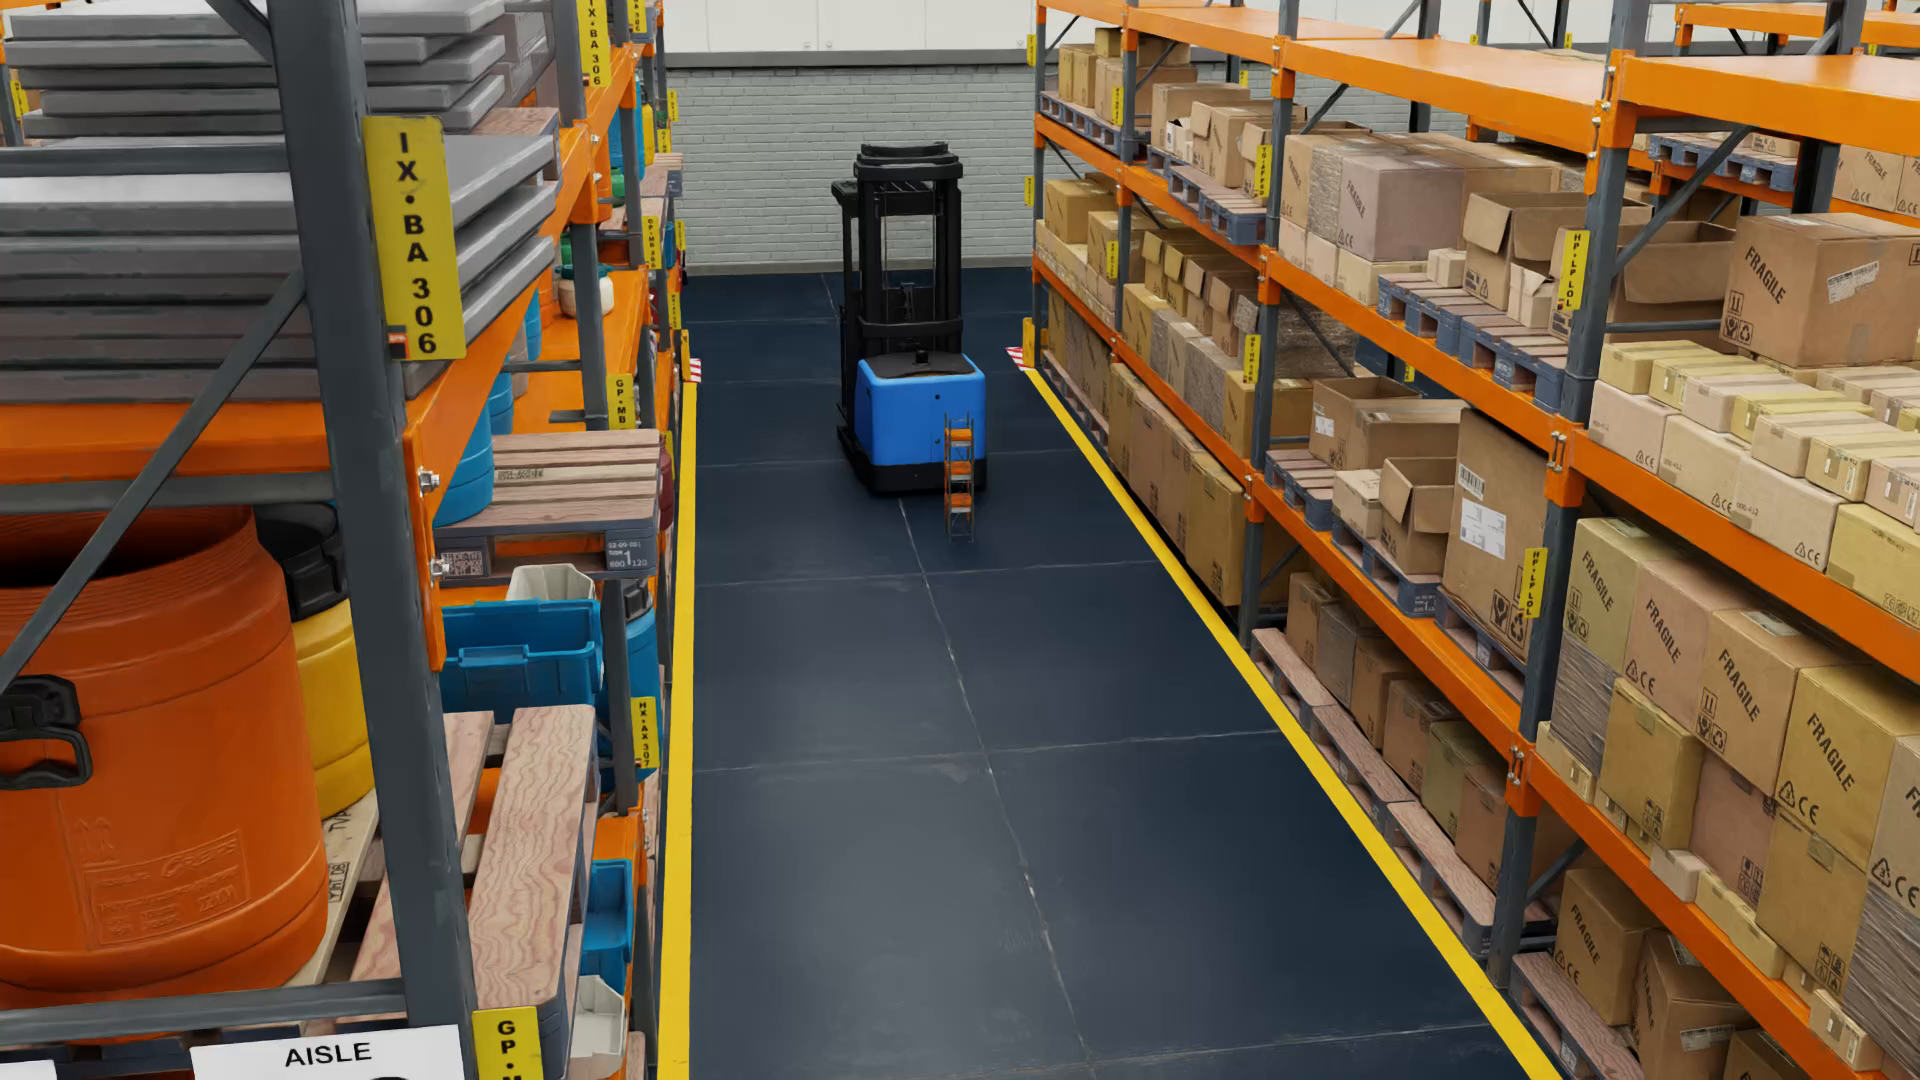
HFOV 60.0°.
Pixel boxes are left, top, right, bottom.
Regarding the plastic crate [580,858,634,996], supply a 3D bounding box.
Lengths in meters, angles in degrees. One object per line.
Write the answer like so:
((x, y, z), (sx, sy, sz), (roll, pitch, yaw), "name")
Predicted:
((-1.422, 1.392, 5.915), (0.499, 0.251, 0.616), (-3, 21, -8), "plastic crate")

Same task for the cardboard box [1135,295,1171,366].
((1.790, -1.768, 14.019), (0.500, 0.500, 0.500), (-3, 21, -8), "cardboard box")

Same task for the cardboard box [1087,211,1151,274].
((1.499, -2.807, 15.661), (0.500, 0.500, 0.500), (-3, 21, -7), "cardboard box")

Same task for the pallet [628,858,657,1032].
((-2.002, 1.989, 8.088), (1.003, 0.211, 1.213), (-3, 21, -8), "pallet")

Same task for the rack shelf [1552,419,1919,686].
((3.339, 0.327, 5.294), (1.077, 0.370, 4.000), (-3, 21, -8), "rack shelf")

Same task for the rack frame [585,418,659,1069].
((-1.851, 0.953, 6.878), (1.000, 3.000, 0.127), (-3, 21, -8), "rack frame")

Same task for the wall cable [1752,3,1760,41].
((10.773, -8.754, 24.293), (2.355, 3.000, 0.029), (-3, 21, -8), "wall cable")

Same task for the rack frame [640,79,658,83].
((-3.577, -6.012, 16.953), (0.949, 2.616, 0.053), (-3, 21, -8), "rack frame")

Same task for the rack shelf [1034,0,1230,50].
((1.609, -5.045, 15.963), (1.077, 0.370, 4.000), (-3, 21, -8), "rack shelf")

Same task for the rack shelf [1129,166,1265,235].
((2.186, -2.534, 12.676), (0.919, 0.124, 3.809), (-3, 21, -8), "rack shelf")

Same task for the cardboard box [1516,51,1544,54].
((6.084, -5.210, 18.021), (0.380, 0.149, 0.250), (-2, 21, -6), "cardboard box")

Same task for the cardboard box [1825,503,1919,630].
((3.088, 0.074, 5.157), (0.500, 0.250, 0.500), (-3, 21, -9), "cardboard box")

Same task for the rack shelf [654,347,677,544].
((-2.715, -0.788, 12.566), (1.077, 0.370, 4.000), (-3, 21, -8), "rack shelf")

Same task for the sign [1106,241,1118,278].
((1.349, -2.481, 14.721), (0.100, 0.325, 0.005), (-3, 21, -8), "sign")

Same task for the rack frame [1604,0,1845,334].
((3.054, -2.107, 6.497), (0.949, 2.616, 0.053), (-3, 21, -8), "rack frame")

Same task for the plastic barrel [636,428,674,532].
((-2.060, -0.350, 10.173), (0.600, 0.536, 0.708), (-3, 21, -8), "plastic barrel")

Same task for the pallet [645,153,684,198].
((-2.794, -2.867, 13.089), (1.213, 0.211, 1.003), (-3, 21, -8), "pallet")

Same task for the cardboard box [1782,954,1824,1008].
((3.094, 1.513, 5.736), (0.380, 0.149, 0.250), (-3, 21, -8), "cardboard box")

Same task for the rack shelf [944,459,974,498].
((-0.008, -0.500, 13.586), (0.215, 0.259, 0.240), (-3, 21, -8), "rack shelf")

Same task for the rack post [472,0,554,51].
((-2.231, -2.628, 7.606), (0.935, 0.934, 2.738), (-3, 21, -8), "rack post")

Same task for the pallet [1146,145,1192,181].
((2.078, -3.067, 13.628), (0.805, 0.209, 1.217), (-4, 21, -10), "pallet")

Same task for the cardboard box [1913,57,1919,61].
((11.281, -5.379, 19.014), (0.500, 0.250, 0.500), (-5, 21, -13), "cardboard box")

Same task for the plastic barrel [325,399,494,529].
((-1.813, -0.534, 5.255), (0.600, 0.901, 0.708), (-3, 21, -8), "plastic barrel")

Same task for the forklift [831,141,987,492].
((-0.583, -2.280, 15.632), (1.130, 2.935, 3.031), (-4, 21, -12), "forklift")

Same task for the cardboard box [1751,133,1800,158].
((6.913, -3.391, 13.473), (0.797, 0.503, 0.637), (-3, 21, -8), "cardboard box")

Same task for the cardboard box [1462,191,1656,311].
((2.944, -1.441, 8.253), (0.797, 0.503, 0.637), (-2, 21, -6), "cardboard box")

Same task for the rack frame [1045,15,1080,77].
((1.324, -6.262, 17.622), (0.949, 2.616, 0.053), (-3, 21, -8), "rack frame")

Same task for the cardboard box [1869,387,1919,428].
((3.519, -0.447, 5.983), (0.380, 0.149, 0.250), (-4, 21, -9), "cardboard box")

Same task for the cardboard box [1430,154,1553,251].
((2.931, -1.866, 9.281), (0.500, 0.500, 0.500), (-3, 21, -7), "cardboard box")

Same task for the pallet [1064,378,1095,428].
((1.686, -1.451, 17.299), (1.003, 0.211, 1.213), (-3, 21, -8), "pallet")

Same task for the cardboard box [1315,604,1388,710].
((2.683, 0.705, 10.484), (0.700, 0.500, 0.500), (-5, 21, -12), "cardboard box")

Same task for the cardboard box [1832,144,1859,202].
((6.910, -2.880, 12.709), (0.500, 0.500, 0.500), (-3, 21, -8), "cardboard box")

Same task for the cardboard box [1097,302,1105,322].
((1.492, -2.127, 15.484), (0.380, 0.149, 0.250), (-3, 21, -7), "cardboard box")

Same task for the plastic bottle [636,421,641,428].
((-2.236, -0.700, 11.481), (0.152, 0.276, 0.135), (-3, 21, -8), "plastic bottle")

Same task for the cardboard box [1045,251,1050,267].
((-2.849, -0.911, 11.724), (10.414, 0.500, 11.691), (-3, 21, -9), "cardboard box")

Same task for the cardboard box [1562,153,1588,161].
((6.713, -3.821, 17.661), (0.500, 0.500, 0.500), (-2, 21, -5), "cardboard box")

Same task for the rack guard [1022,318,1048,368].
((1.317, -2.289, 19.130), (1.175, 0.500, 0.348), (-3, 21, -8), "rack guard")

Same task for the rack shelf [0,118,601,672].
((-1.562, -0.641, 4.170), (1.077, 0.370, 4.000), (-3, 21, -8), "rack shelf")

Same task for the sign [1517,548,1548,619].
((2.502, 0.190, 7.266), (0.100, 0.325, 0.005), (-3, 21, -8), "sign")

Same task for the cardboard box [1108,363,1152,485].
((2.010, -1.048, 14.670), (1.225, 0.875, 0.875), (-3, 21, -8), "cardboard box")

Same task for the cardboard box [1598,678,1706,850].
((3.236, 0.963, 5.569), (0.875, 1.000, 2.500), (-3, 21, -8), "cardboard box")

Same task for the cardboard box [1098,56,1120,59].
((1.717, -4.405, 16.050), (0.700, 0.500, 0.500), (-2, 21, -5), "cardboard box")

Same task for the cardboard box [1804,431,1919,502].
((3.018, -0.241, 5.432), (0.380, 0.149, 0.250), (-3, 21, -9), "cardboard box")

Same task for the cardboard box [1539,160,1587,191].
((6.255, -3.621, 17.126), (0.500, 0.500, 0.500), (-4, 21, -9), "cardboard box")

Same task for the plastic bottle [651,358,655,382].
((-2.502, -1.338, 13.188), (0.152, 0.276, 0.135), (-3, 21, -8), "plastic bottle")

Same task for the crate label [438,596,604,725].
((-1.217, 0.338, 4.451), (0.502, 0.251, 0.408), (-3, 21, -8), "crate label")

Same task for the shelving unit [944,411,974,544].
((-0.008, -0.510, 13.582), (0.215, 1.050, 0.252), (-3, 21, -8), "shelving unit")

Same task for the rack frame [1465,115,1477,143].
((6.244, -3.667, 19.247), (1.000, 3.000, 0.127), (-3, 21, -8), "rack frame")

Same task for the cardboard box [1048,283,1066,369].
((1.492, -2.436, 18.387), (0.875, 0.875, 0.875), (-3, 21, -8), "cardboard box")

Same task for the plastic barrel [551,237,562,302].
((-2.523, -1.777, 9.183), (0.600, 0.901, 0.600), (0, 20, 0), "plastic barrel")

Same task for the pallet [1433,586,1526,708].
((3.085, 0.521, 8.308), (1.003, 0.211, 1.213), (-3, 21, -8), "pallet")

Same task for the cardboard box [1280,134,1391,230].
((2.287, -2.192, 10.154), (0.500, 0.500, 0.500), (-3, 21, -7), "cardboard box")

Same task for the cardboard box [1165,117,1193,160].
((1.967, -3.243, 13.351), (0.500, 0.311, 0.500), (-4, 21, -10), "cardboard box")

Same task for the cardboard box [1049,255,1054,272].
((1.160, -2.927, 17.624), (0.380, 0.149, 0.250), (-3, 21, -9), "cardboard box")

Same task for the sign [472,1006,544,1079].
((-0.729, 0.902, 2.714), (0.100, 0.325, 0.005), (-3, 21, -8), "sign")

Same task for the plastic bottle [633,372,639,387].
((-2.389, -1.111, 12.473), (0.144, 0.351, 0.185), (-3, 21, -8), "plastic bottle")

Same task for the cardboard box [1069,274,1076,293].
((1.308, -2.571, 16.672), (0.380, 0.149, 0.250), (-3, 21, -7), "cardboard box")

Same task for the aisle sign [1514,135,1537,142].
((6.530, -4.925, 18.900), (0.394, 0.787, 0.004), (-3, 21, -8), "aisle sign")

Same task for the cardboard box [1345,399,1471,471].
((2.771, -0.552, 10.165), (0.700, 0.500, 0.500), (0, 20, 0), "cardboard box")
